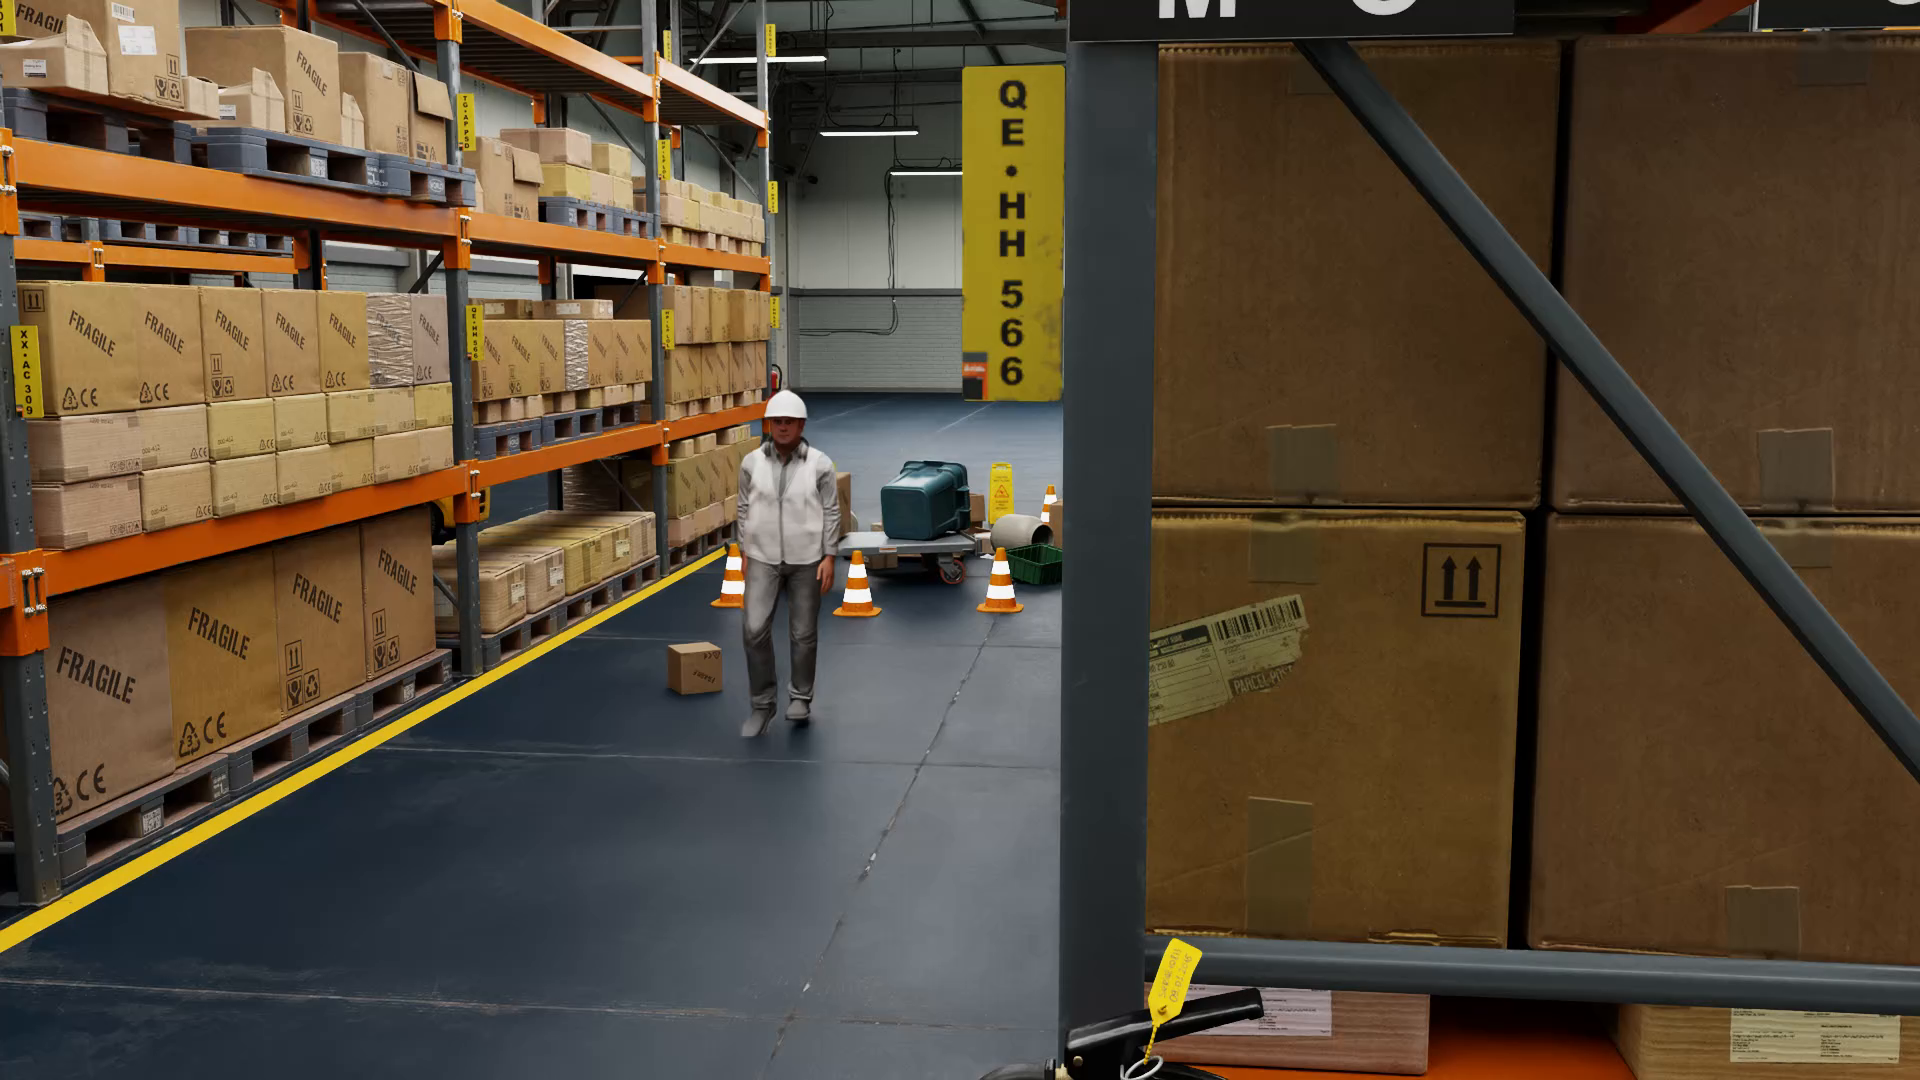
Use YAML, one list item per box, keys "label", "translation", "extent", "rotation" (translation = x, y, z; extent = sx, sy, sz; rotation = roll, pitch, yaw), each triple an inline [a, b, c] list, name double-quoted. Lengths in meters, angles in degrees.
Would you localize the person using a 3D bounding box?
- label: "person"
  translation: [-0.900, 0.129, 8.767]
  extent: [0.560, 1.830, 0.524]
  rotation: [0, 8, 0]
